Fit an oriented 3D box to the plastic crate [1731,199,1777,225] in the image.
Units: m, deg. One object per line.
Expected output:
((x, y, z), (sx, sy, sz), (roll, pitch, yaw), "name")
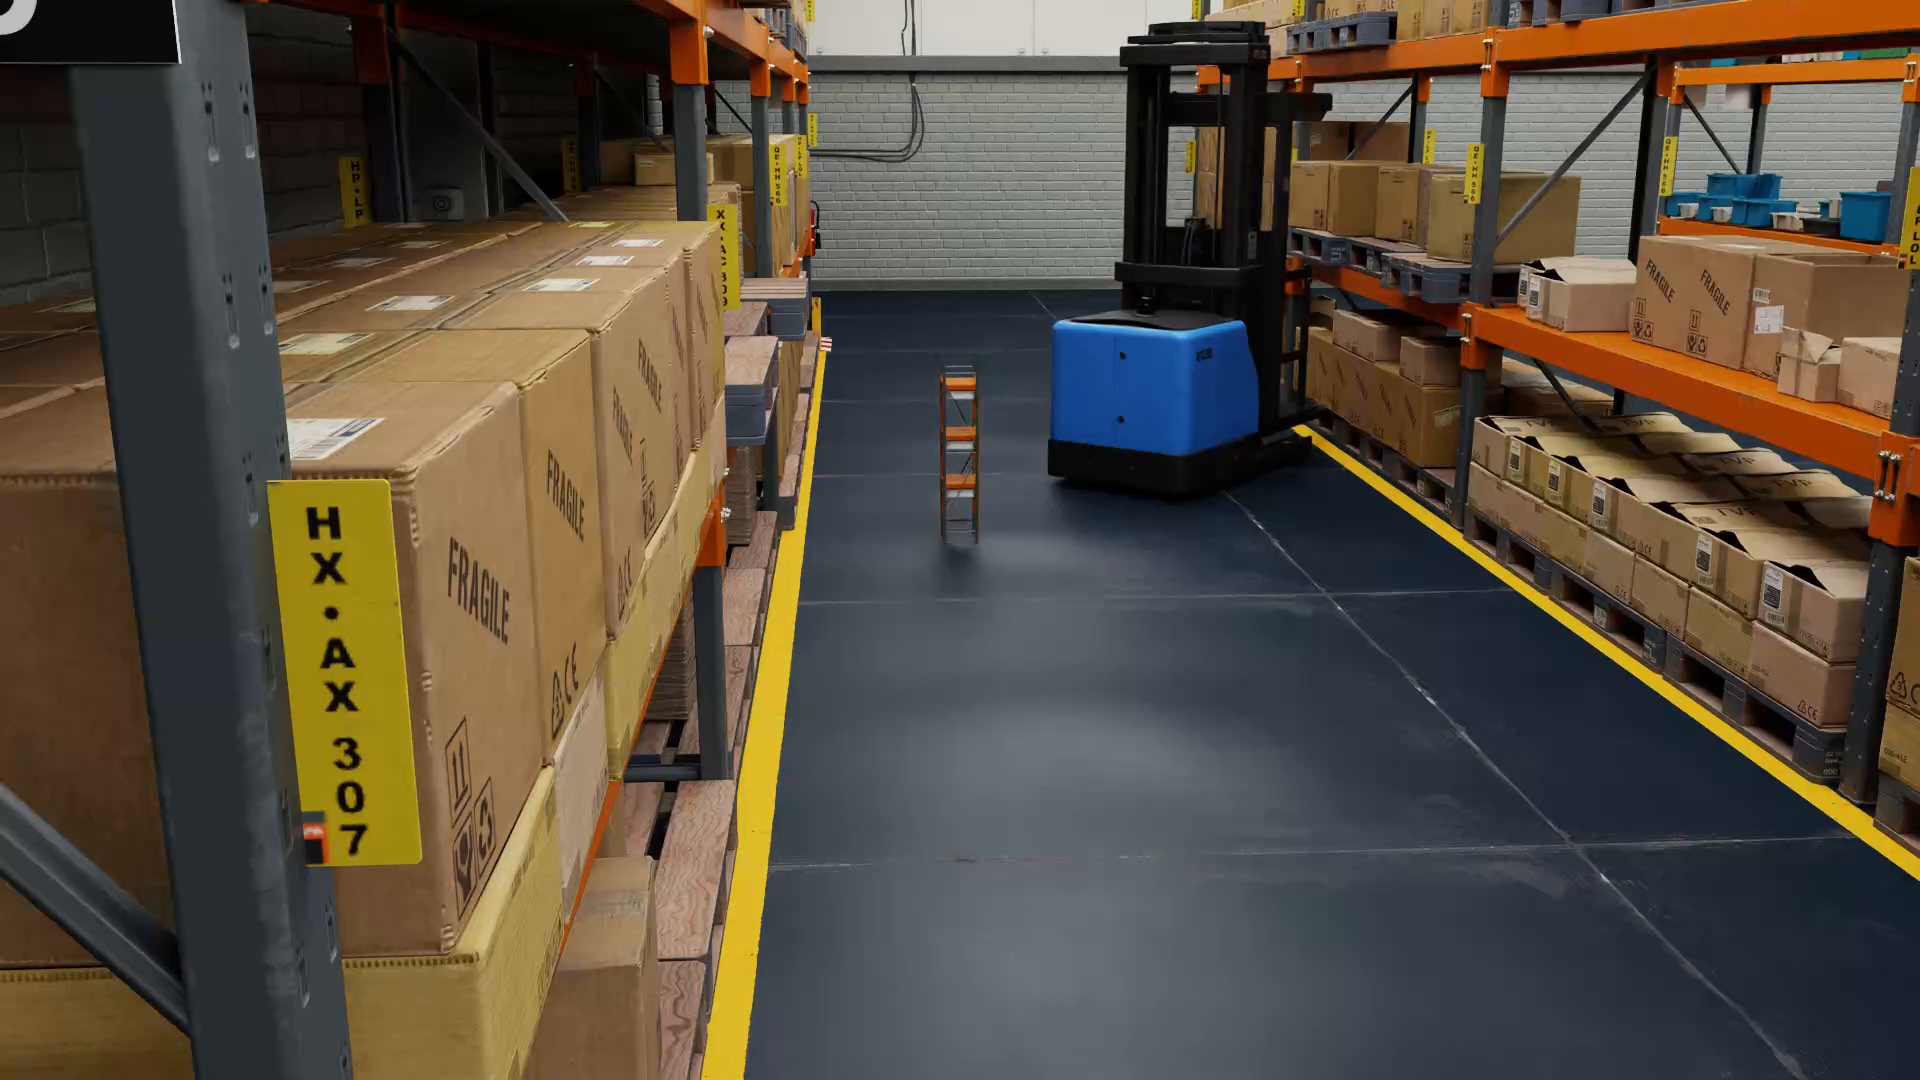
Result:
((7.627, -3.147, 15.955), (0.416, 0.233, 0.300), (-1, 14, -3), "plastic crate")

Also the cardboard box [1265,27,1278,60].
((2.846, -4.144, 13.896), (0.500, 0.250, 0.500), (-1, 14, -3), "cardboard box")

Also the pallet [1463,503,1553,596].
((3.422, 0.028, 8.996), (1.003, 0.211, 1.213), (-1, 14, -3), "pallet")

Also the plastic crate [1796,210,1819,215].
((8.172, -3.080, 15.887), (0.298, 0.136, 0.250), (-1, 14, -3), "plastic crate")

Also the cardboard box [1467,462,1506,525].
((3.149, -0.265, 9.213), (0.500, 0.250, 0.500), (-1, 14, -4), "cardboard box")

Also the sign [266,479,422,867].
((-0.497, 0.111, 1.338), (0.100, 0.325, 0.005), (-1, 14, -3), "sign")

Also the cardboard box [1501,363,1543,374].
((3.603, -0.903, 11.151), (0.500, 0.500, 0.500), (-1, 14, -4), "cardboard box")

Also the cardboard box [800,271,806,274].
((-1.696, -2.546, 16.273), (0.380, 0.149, 0.250), (-1, 14, -4), "cardboard box")

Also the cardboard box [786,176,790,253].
((-1.401, -2.161, 11.068), (0.500, 0.500, 0.500), (0, 14, -2), "cardboard box")

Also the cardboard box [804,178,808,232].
((-1.932, -3.278, 15.646), (0.980, 0.700, 0.700), (-1, 14, -4), "cardboard box")

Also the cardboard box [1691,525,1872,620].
((3.308, 0.098, 6.677), (0.500, 0.311, 0.500), (0, 14, -2), "cardboard box")

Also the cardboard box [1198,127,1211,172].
((2.679, -3.936, 16.597), (0.500, 0.500, 0.500), (0, 14, -2), "cardboard box")

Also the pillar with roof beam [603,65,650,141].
((1.608, -5.578, 13.147), (9.100, 9.000, 0.400), (-1, 14, -3), "pillar with roof beam")

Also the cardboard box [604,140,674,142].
((-1.849, -2.254, 9.924), (0.500, 0.250, 0.500), (-1, 14, -5), "cardboard box")

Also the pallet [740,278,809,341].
((-1.383, -1.182, 8.487), (1.213, 0.211, 1.003), (-1, 14, -3), "pallet")

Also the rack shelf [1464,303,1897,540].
((3.534, -0.682, 7.603), (1.077, 0.370, 4.000), (-1, 14, -3), "rack shelf")

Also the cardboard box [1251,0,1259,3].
((2.985, -5.002, 14.719), (0.700, 0.500, 0.500), (-1, 14, -3), "cardboard box")

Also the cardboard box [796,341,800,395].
((-1.612, -1.448, 12.607), (0.750, 0.750, 0.750), (-1, 14, -3), "cardboard box")

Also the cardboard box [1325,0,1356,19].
((3.120, -4.150, 12.370), (0.600, 0.600, 0.600), (-2, 15, -9), "cardboard box")

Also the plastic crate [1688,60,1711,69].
((7.604, -4.883, 16.726), (0.497, 0.269, 0.590), (-1, 14, -3), "plastic crate")

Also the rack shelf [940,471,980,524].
((-0.003, -0.242, 9.519), (0.215, 0.259, 0.240), (-1, 14, -3), "rack shelf")

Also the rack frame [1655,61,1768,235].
((7.858, -3.593, 17.473), (1.000, 3.000, 0.127), (-1, 14, -3), "rack frame")

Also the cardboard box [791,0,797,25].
((-1.561, -4.253, 13.276), (0.500, 0.250, 0.500), (-1, 14, -4), "cardboard box")

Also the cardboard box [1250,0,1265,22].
((2.805, -4.511, 14.316), (0.500, 0.250, 0.500), (-1, 14, -3), "cardboard box")

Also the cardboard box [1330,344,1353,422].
((3.017, -1.145, 12.089), (0.500, 0.500, 0.500), (-1, 14, -3), "cardboard box")

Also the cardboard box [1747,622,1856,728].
((3.343, 0.496, 6.254), (0.500, 0.250, 0.500), (-1, 14, -4), "cardboard box")

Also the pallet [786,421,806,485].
((-1.580, -0.600, 11.436), (1.003, 0.211, 1.213), (-1, 14, -3), "pallet")

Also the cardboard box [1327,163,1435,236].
((3.074, -2.484, 12.116), (0.700, 0.500, 0.500), (1, 14, 5), "cardboard box")

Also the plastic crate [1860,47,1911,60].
((7.778, -4.049, 13.650), (0.450, 0.188, 0.662), (-1, 14, -3), "plastic crate")

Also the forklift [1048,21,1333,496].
((1.835, -2.013, 11.466), (1.130, 2.935, 3.031), (10, 17, 34), "forklift")

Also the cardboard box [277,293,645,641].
((-0.814, -0.137, 2.793), (0.500, 0.500, 0.500), (-1, 14, -5), "cardboard box")

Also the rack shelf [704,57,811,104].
((-1.906, -4.047, 14.661), (1.077, 0.370, 4.000), (-1, 14, -3), "rack shelf")

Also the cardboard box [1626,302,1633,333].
((3.545, -1.090, 8.248), (0.380, 0.149, 0.250), (0, 14, 1), "cardboard box")

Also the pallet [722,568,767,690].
((-1.414, 0.397, 7.561), (1.003, 0.211, 1.213), (-1, 14, -3), "pallet")

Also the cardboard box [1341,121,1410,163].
((3.414, -3.177, 13.648), (0.500, 0.500, 0.500), (-1, 14, -2), "cardboard box")

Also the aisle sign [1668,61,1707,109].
((7.558, -4.866, 17.201), (0.394, 0.787, 0.004), (-1, 14, -3), "aisle sign")

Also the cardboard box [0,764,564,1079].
((-0.752, 0.475, 1.920), (0.500, 0.250, 0.500), (-1, 14, -5), "cardboard box")

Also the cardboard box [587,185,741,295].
((-1.433, -1.457, 8.086), (0.700, 0.500, 0.500), (-2, 15, -9), "cardboard box")

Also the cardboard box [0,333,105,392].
((-1.301, -0.001, 2.266), (0.500, 0.500, 0.500), (-1, 14, -3), "cardboard box")

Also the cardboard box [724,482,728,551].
((-1.521, -0.145, 8.205), (0.700, 0.500, 0.500), (-1, 14, -4), "cardboard box")

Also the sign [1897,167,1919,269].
((3.117, -1.045, 5.404), (0.100, 0.325, 0.005), (-1, 14, -3), "sign")

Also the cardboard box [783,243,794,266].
((-1.393, -2.062, 11.983), (0.380, 0.149, 0.250), (-1, 14, -3), "cardboard box")

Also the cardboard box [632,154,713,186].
((-1.448, -1.861, 8.356), (0.380, 0.149, 0.250), (-3, 15, -13), "cardboard box")

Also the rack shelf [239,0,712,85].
((-1.162, -1.063, 3.062), (1.077, 0.370, 4.000), (-1, 14, -3), "rack shelf")

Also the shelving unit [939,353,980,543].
((-0.003, -0.522, 9.447), (0.215, 1.050, 0.252), (-1, 14, -3), "shelving unit")

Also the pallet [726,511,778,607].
((-1.487, 0.094, 8.738), (1.003, 0.211, 1.213), (-1, 14, -3), "pallet")

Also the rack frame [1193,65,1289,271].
((2.914, -3.518, 17.179), (1.000, 3.000, 0.127), (-1, 14, -3), "rack frame")

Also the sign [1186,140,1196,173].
((2.373, -3.929, 17.039), (0.100, 0.325, 0.005), (-1, 14, -3), "sign")

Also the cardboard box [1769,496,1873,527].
((3.822, -0.037, 7.199), (0.500, 0.311, 0.500), (-1, 14, -5), "cardboard box")

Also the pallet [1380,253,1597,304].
((3.298, -1.603, 10.121), (1.213, 0.211, 1.003), (-1, 14, -3), "pallet")

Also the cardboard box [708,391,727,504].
((-0.954, -0.280, 4.856), (0.500, 0.250, 0.500), (-1, 14, -3), "cardboard box")
